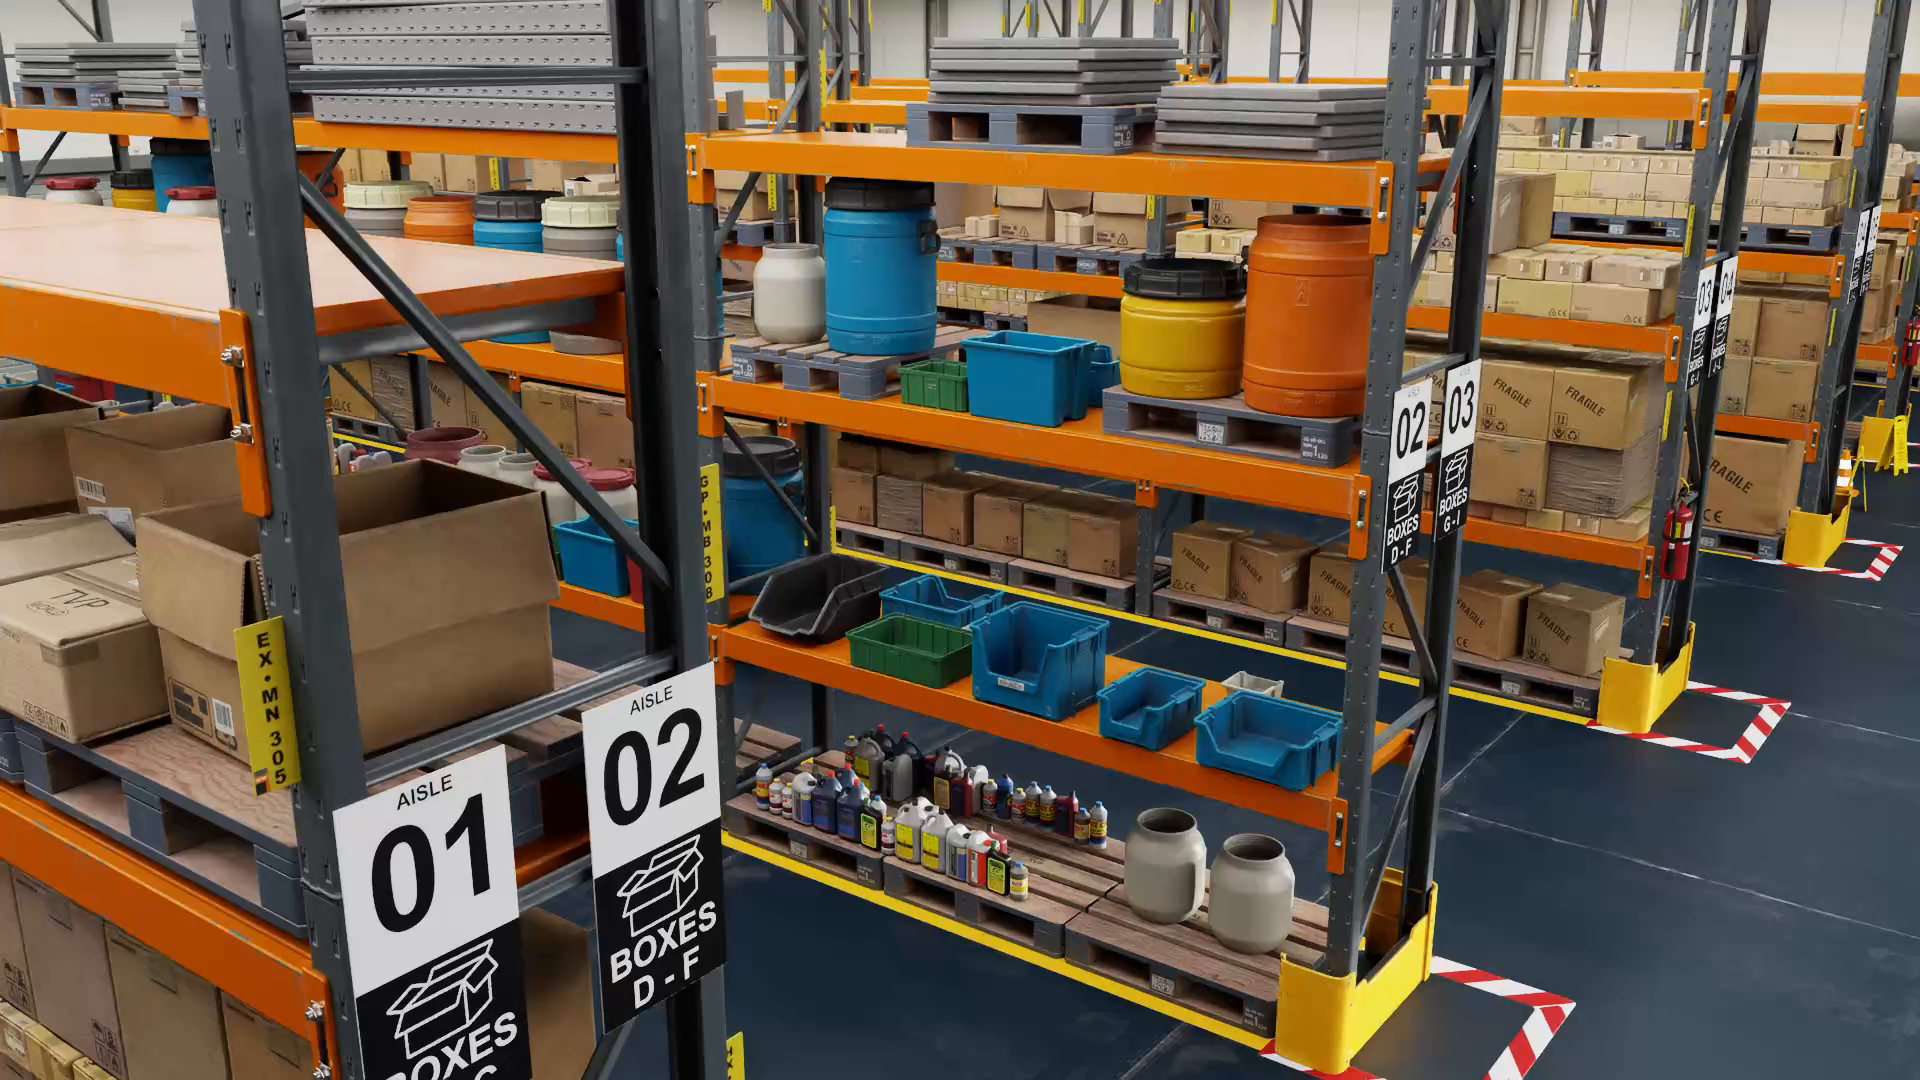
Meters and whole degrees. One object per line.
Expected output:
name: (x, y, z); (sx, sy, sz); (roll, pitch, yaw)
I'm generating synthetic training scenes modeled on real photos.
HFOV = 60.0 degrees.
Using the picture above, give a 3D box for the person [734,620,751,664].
person: (-1.652, 0.086, 12.786); (0.611, 1.718, 0.498); (11, 20, 34)
